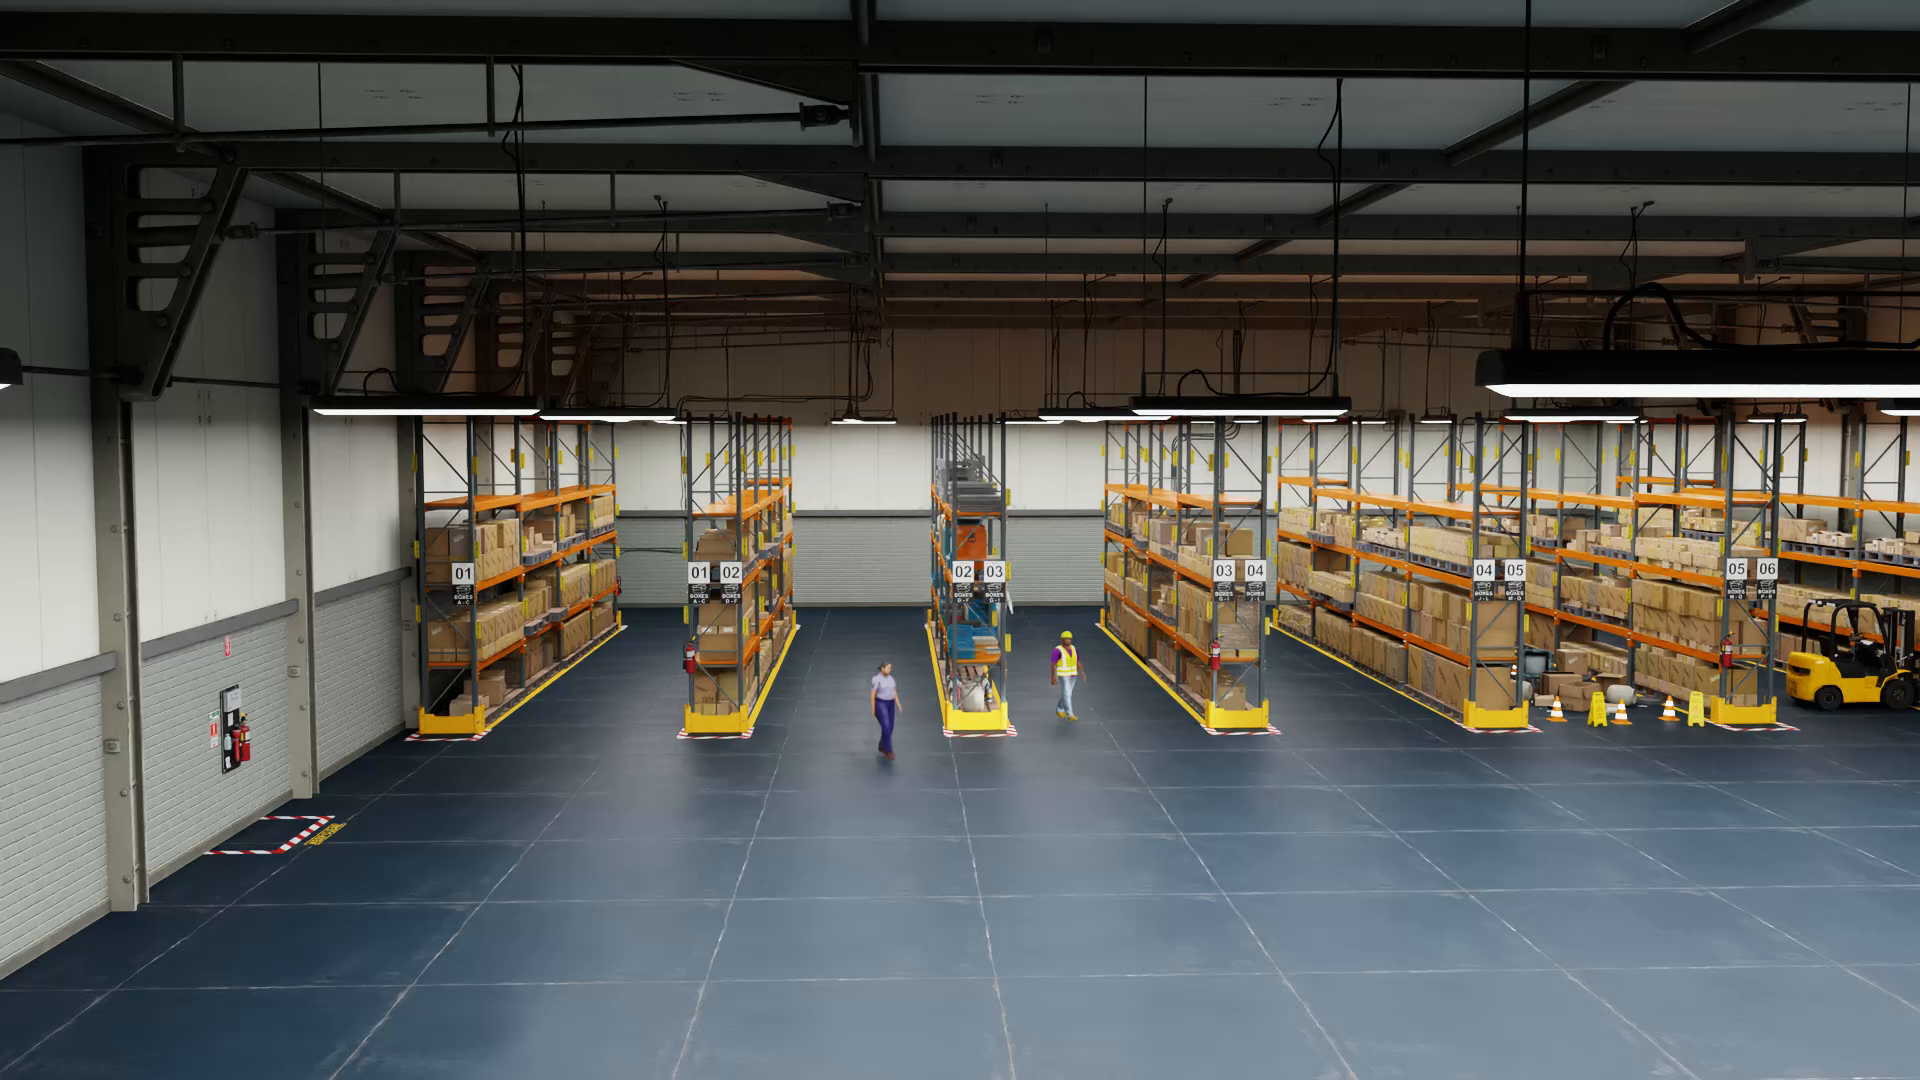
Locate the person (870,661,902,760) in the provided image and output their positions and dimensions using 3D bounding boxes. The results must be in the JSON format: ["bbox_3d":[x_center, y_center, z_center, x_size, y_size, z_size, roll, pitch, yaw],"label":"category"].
[{"bbox_3d":[-1.241,2.951,28.949,0.638,1.683,0.503,3,5,41],"label":"person"}]

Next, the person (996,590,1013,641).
[{"bbox_3d":[1.115,1.852,44.493,0.497,1.638,0.988,-1,4,-18],"label":"person"}]

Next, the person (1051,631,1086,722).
[{"bbox_3d":[2.136,2.640,32.323,0.585,1.721,0.962,-3,5,-38],"label":"person"}]
